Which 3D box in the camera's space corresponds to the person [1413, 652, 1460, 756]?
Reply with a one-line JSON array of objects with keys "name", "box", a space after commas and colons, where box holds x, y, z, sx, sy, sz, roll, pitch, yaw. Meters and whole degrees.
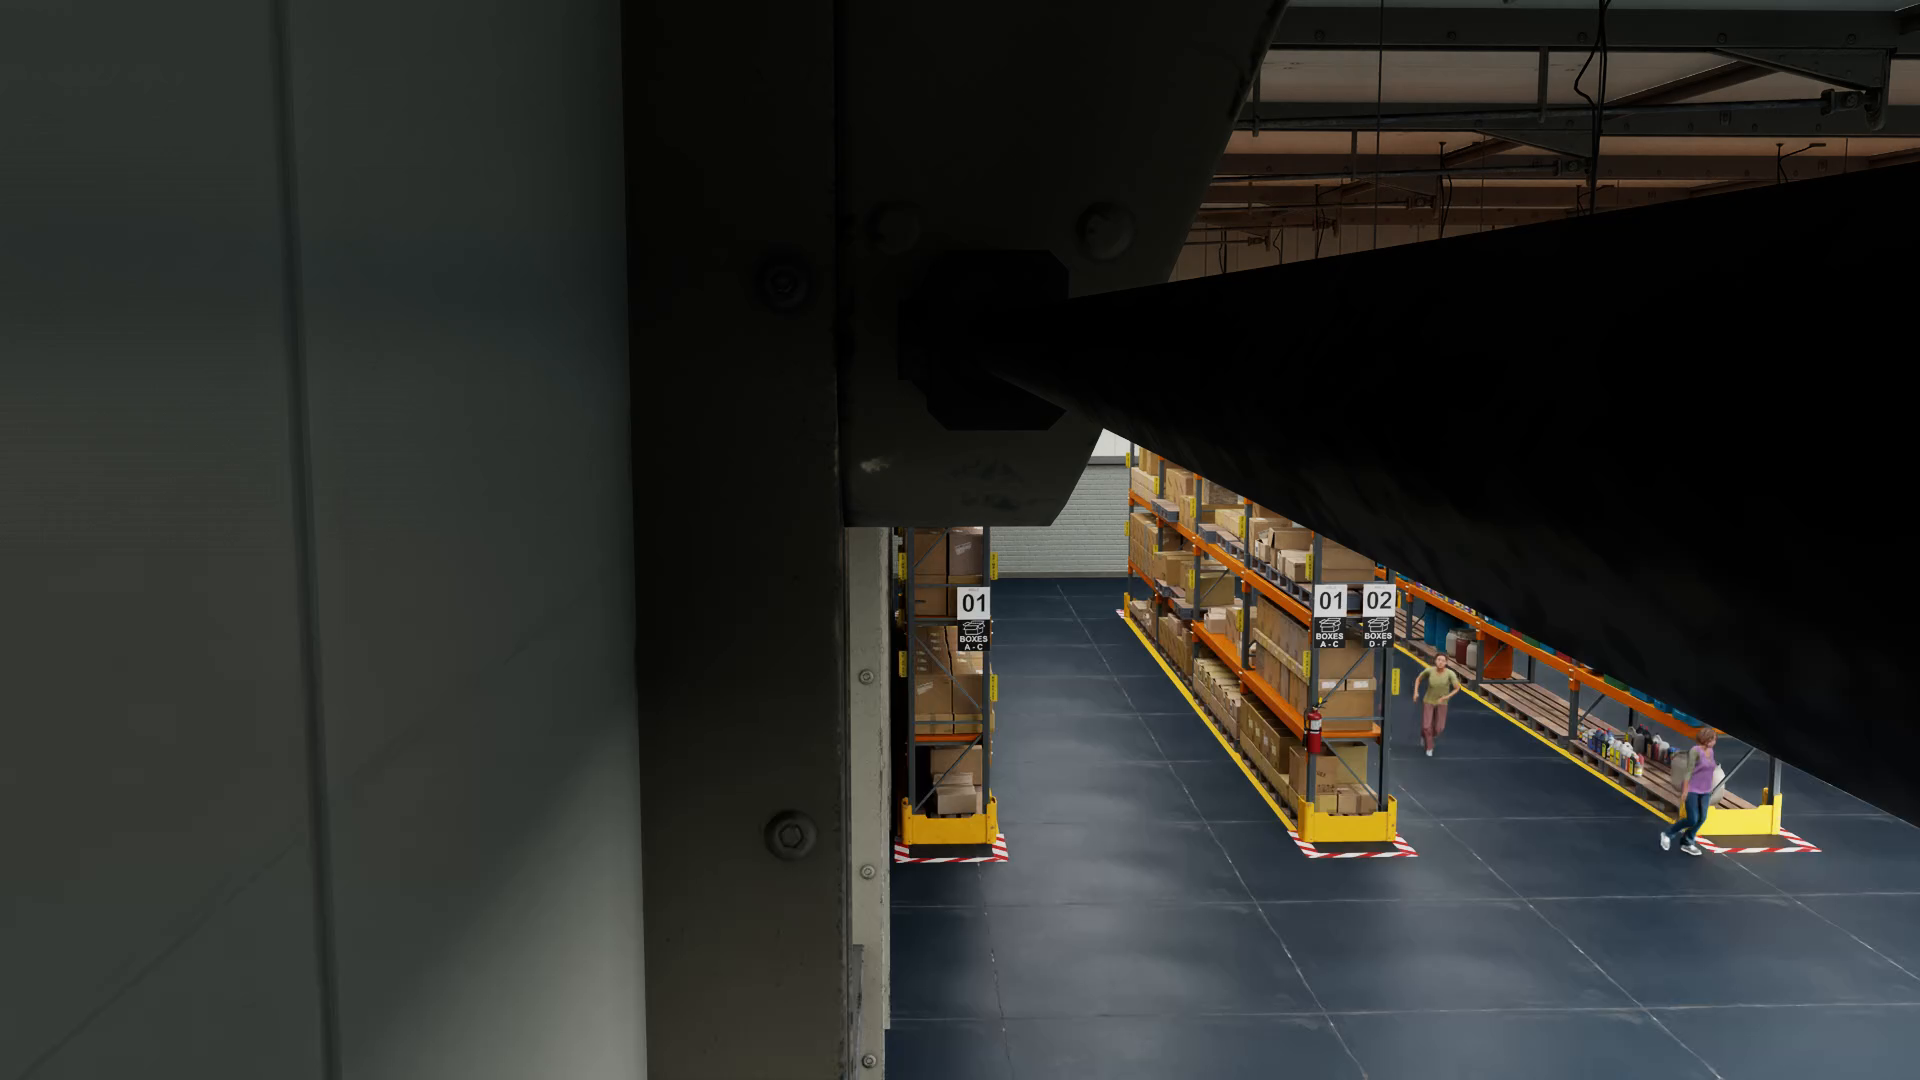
[{"name": "person", "box": [7.052, 2.419, 24.682, 0.670, 1.583, 0.541, 1, 7, 9]}]

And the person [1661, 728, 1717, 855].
[{"name": "person", "box": [8.748, 3.008, 19.958, 0.542, 1.573, 0.500, -5, 9, -32]}]
